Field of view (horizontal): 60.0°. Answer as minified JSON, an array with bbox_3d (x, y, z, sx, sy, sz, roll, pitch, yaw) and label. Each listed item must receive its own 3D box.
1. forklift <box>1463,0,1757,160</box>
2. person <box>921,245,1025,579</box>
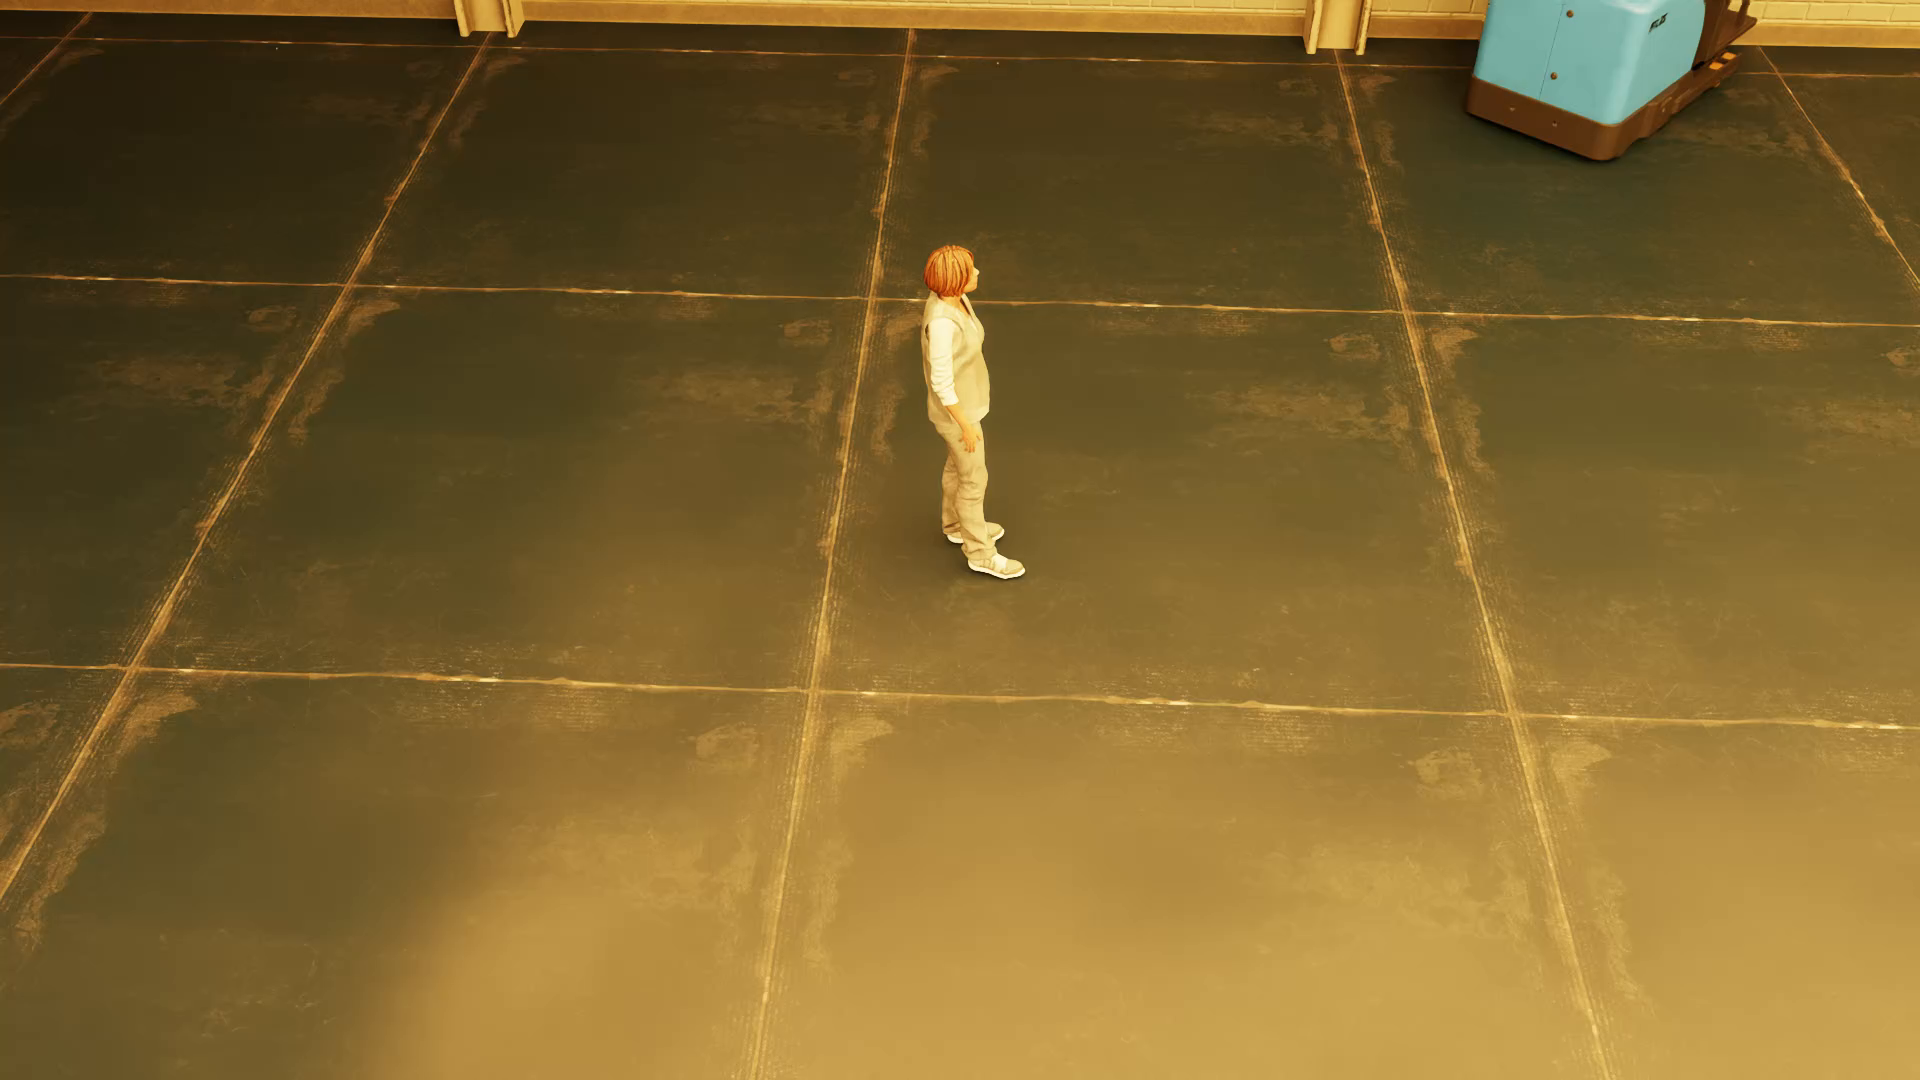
[{"bbox_3d":[4.681,-4.362,10.520,1.130,2.935,3.031,32,51,30],"label":"forklift"},{"bbox_3d":[0.073,-0.583,7.360,0.475,1.597,0.520,2,42,2],"label":"person"}]
